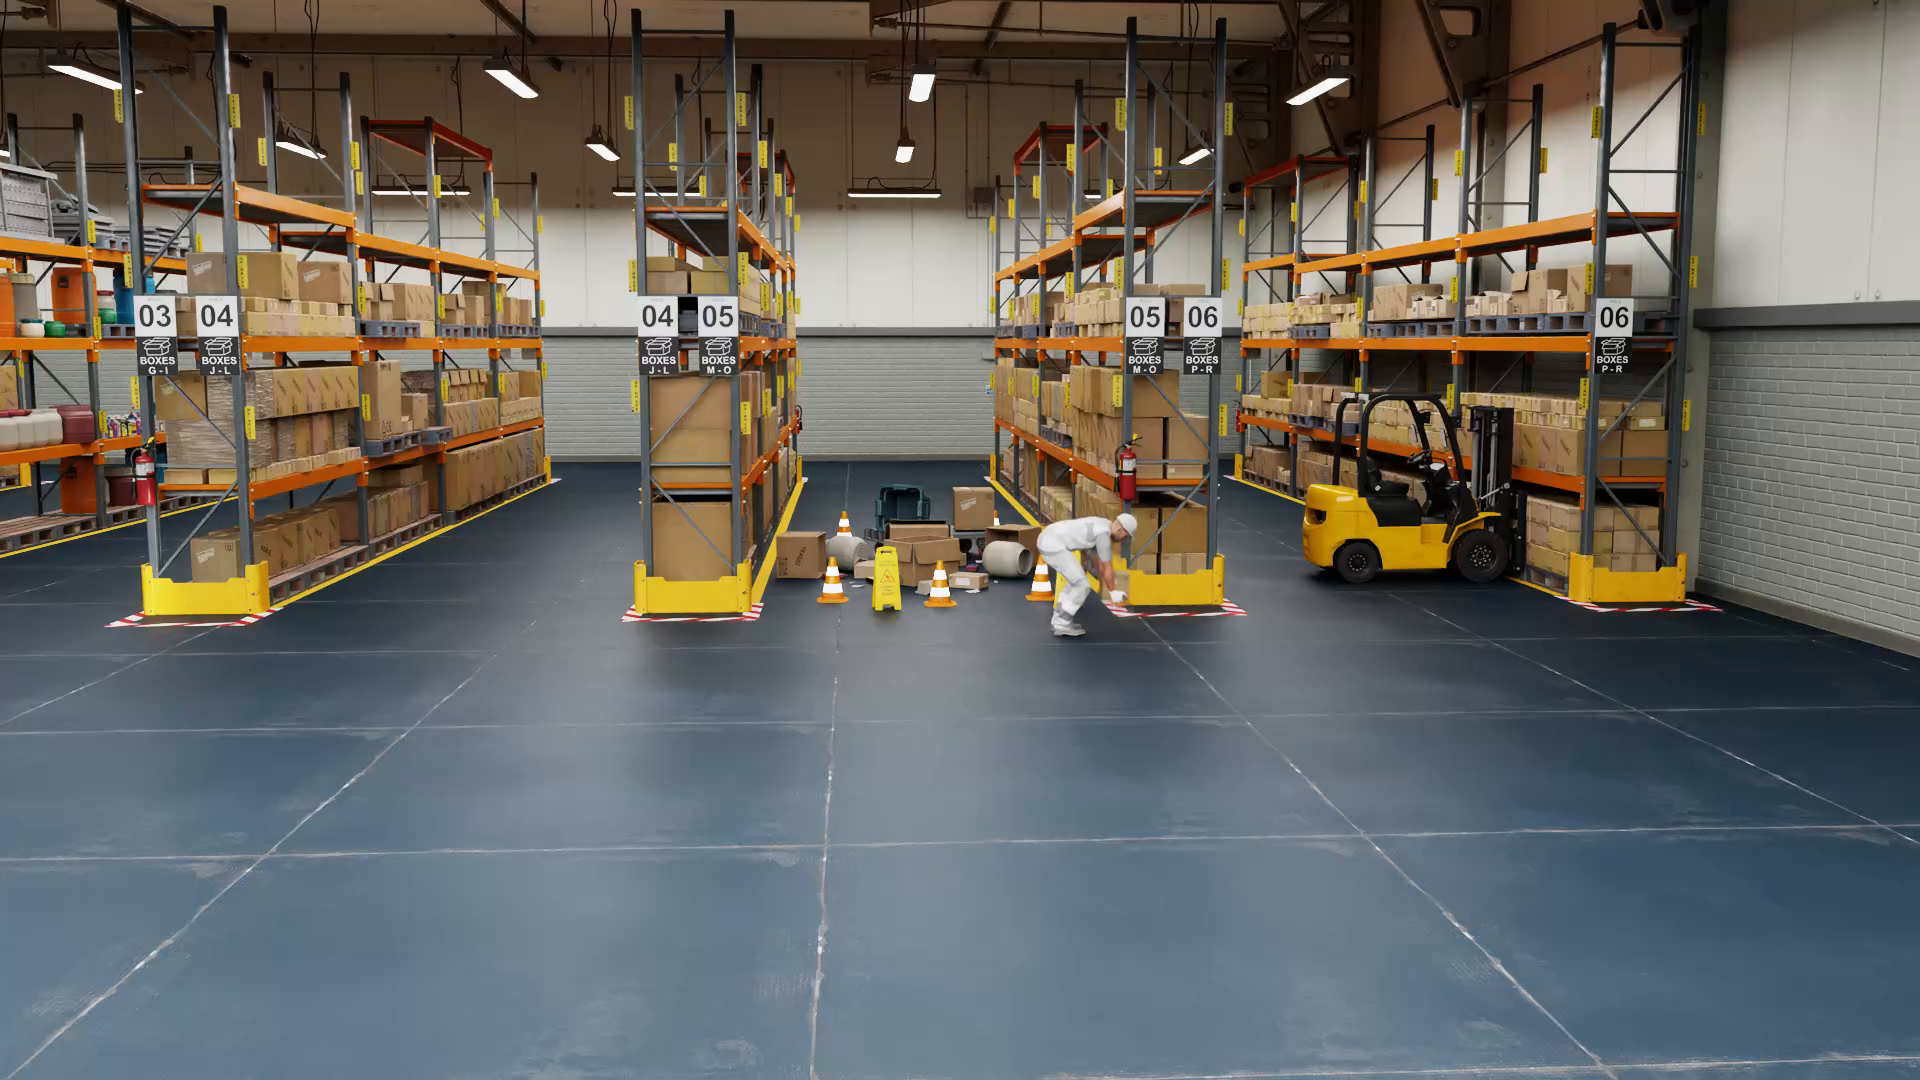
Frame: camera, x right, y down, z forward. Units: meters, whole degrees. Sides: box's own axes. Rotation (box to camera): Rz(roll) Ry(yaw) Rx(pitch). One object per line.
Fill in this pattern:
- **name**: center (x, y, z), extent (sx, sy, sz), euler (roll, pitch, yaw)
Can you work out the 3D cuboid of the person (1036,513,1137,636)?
- **person**: center (1.201, 0.319, 15.709), extent (0.951, 1.135, 0.522), euler (-1, 7, -6)
